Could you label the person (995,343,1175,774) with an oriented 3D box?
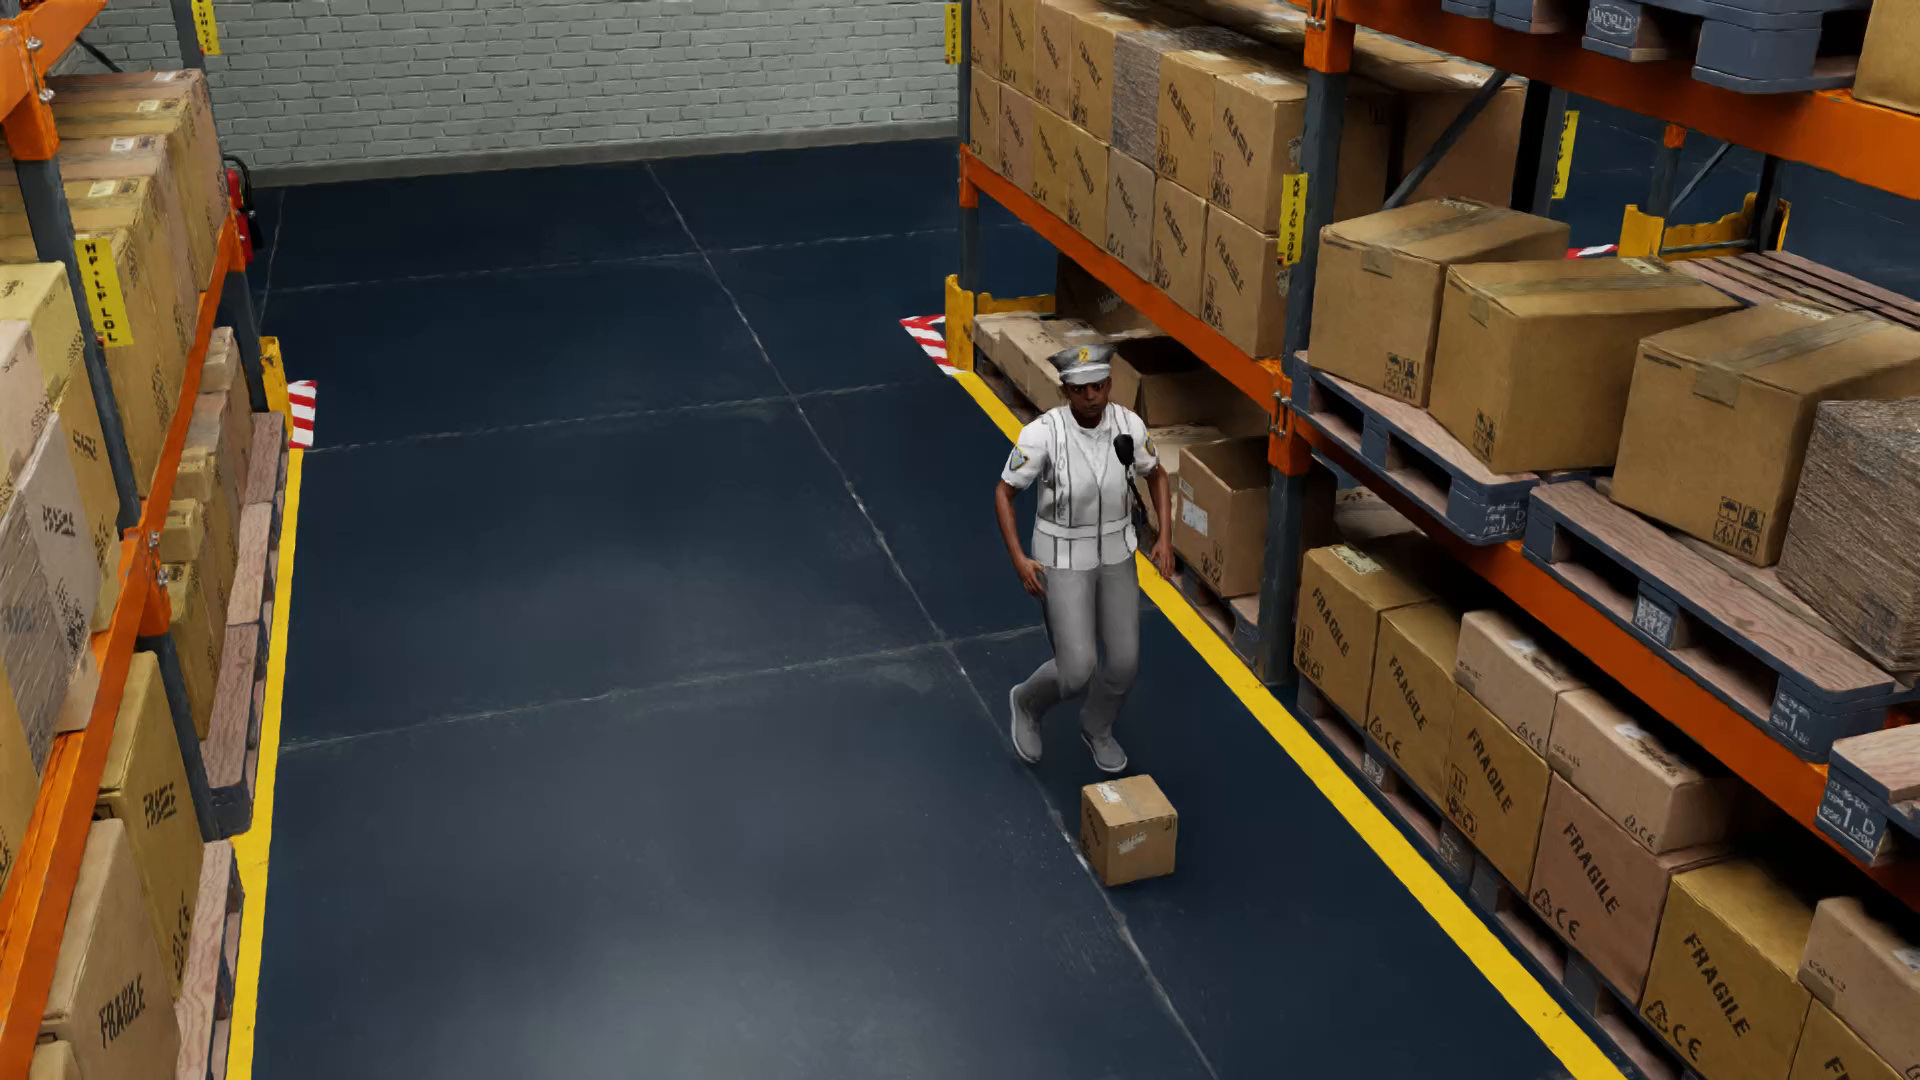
[{"bbox_3d":[0.482,0.090,5.938,0.639,1.672,0.467,-11,29,-21],"label":"person"}]
